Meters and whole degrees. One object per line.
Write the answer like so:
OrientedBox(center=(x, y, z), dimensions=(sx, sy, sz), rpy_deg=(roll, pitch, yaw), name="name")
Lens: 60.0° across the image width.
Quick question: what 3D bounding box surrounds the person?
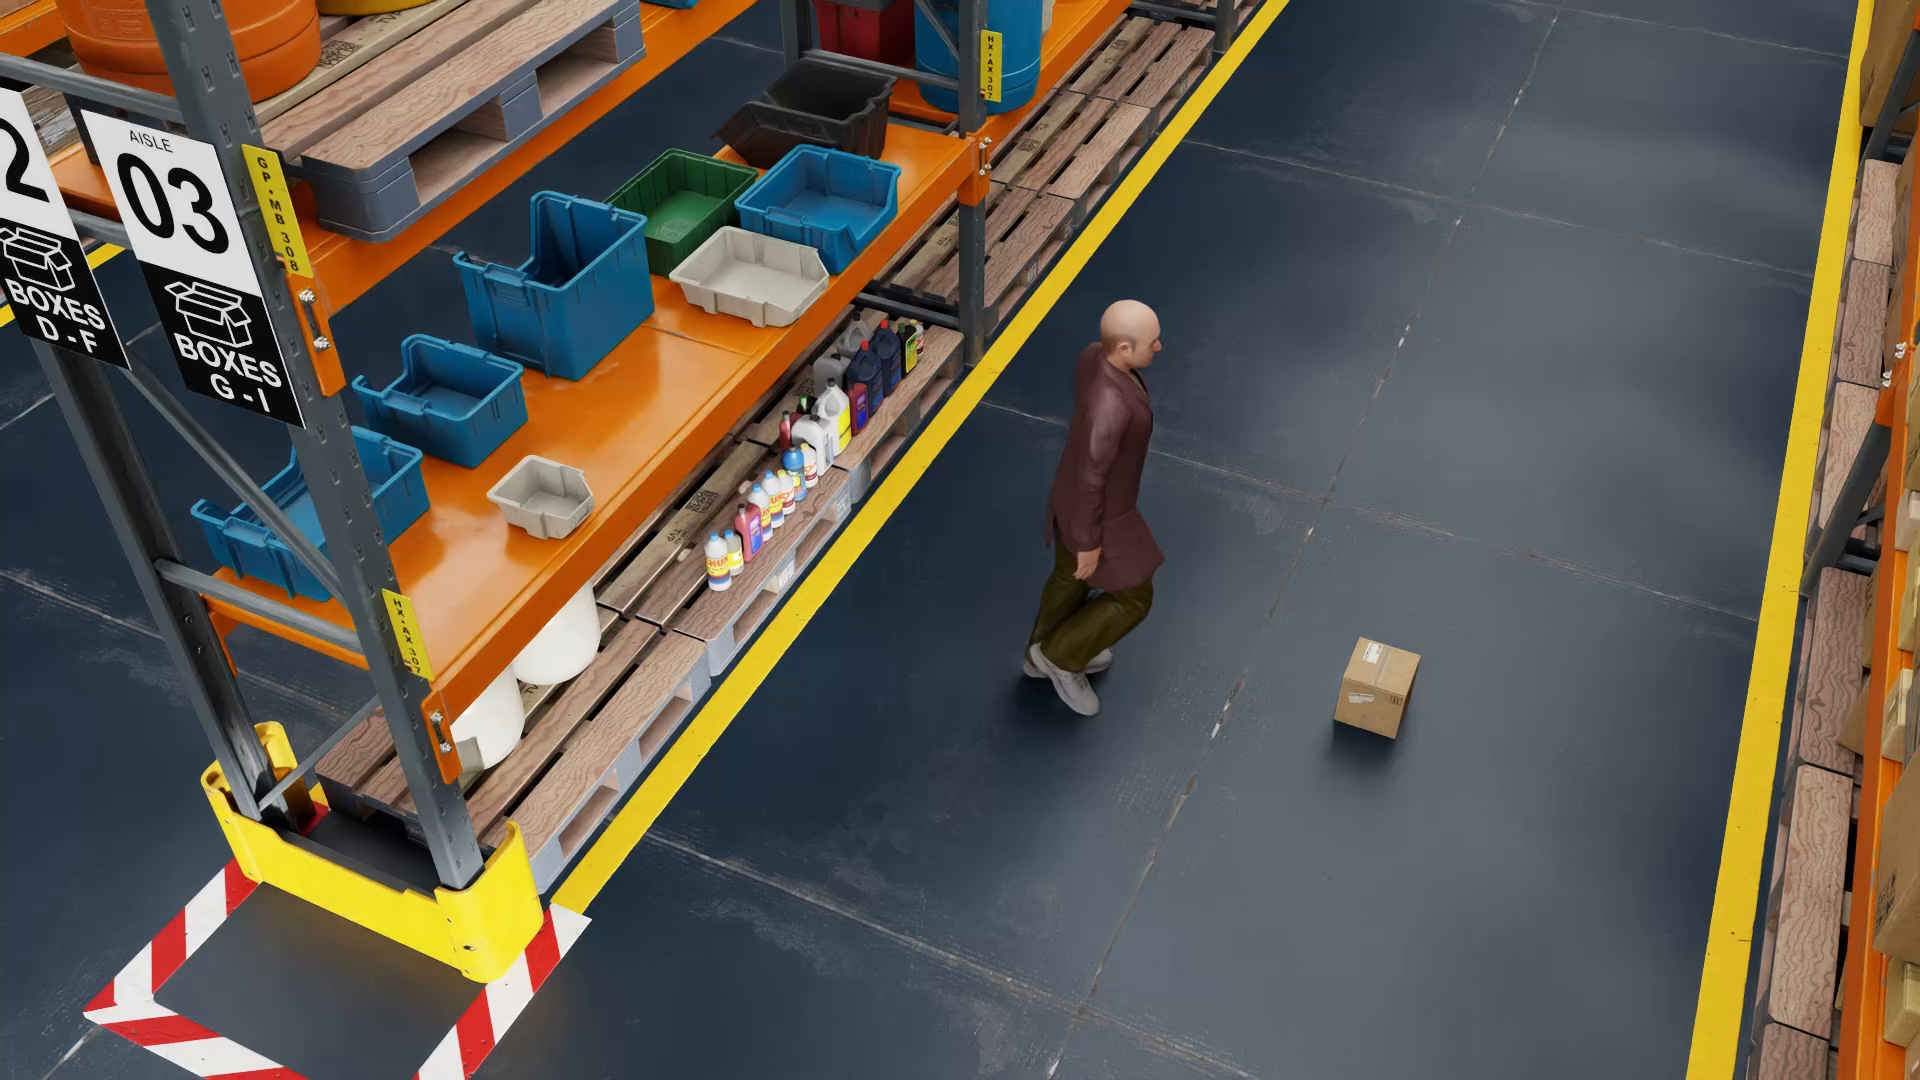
OrientedBox(center=(0.512, -0.121, 6.279), dimensions=(0.503, 1.768, 0.606), rpy_deg=(-4, 42, -4), name="person")
